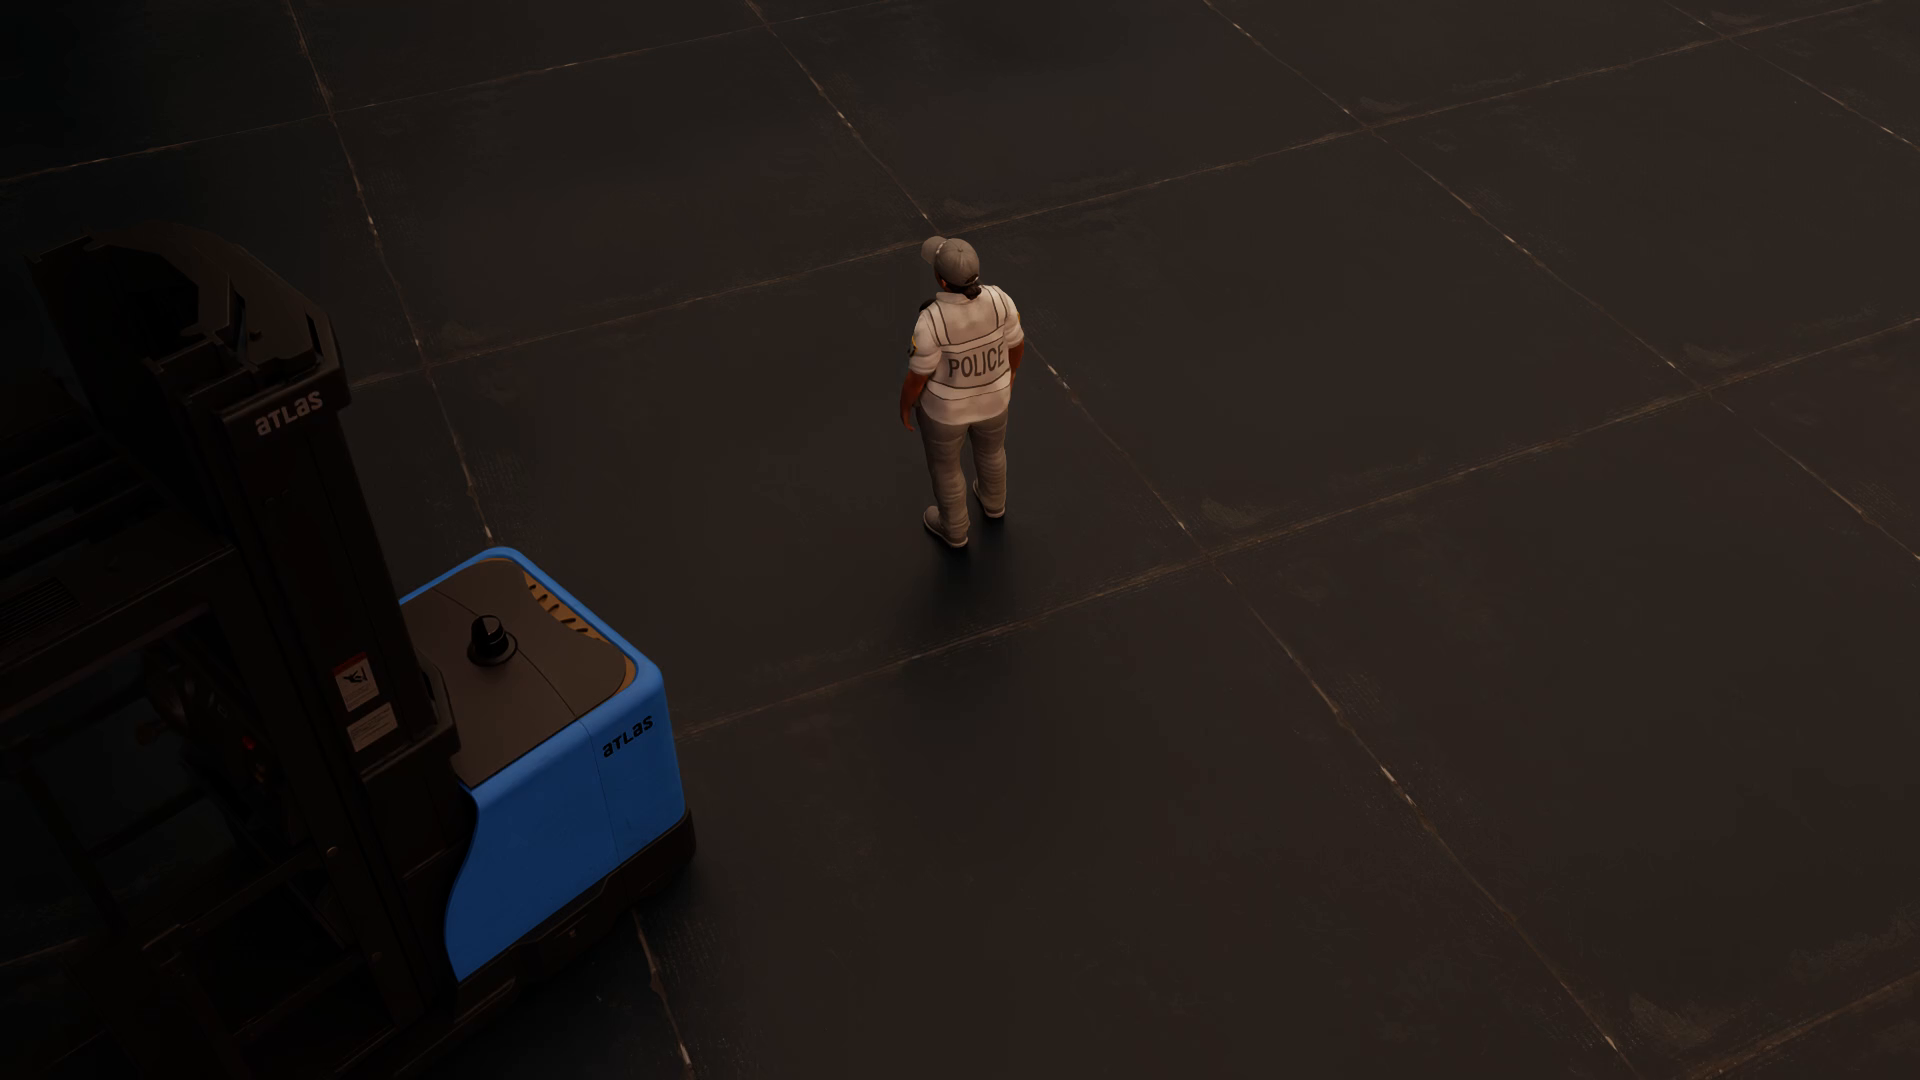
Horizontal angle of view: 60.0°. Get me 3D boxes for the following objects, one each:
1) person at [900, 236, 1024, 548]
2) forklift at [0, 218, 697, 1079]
[{"bbox_3d":[-0.011,-0.665,7.316,0.598,1.660,0.529,-18,46,-18],"label":"person"},{"bbox_3d":[-2.412,0.661,4.972,1.130,2.935,3.031,34,53,31],"label":"forklift"}]
